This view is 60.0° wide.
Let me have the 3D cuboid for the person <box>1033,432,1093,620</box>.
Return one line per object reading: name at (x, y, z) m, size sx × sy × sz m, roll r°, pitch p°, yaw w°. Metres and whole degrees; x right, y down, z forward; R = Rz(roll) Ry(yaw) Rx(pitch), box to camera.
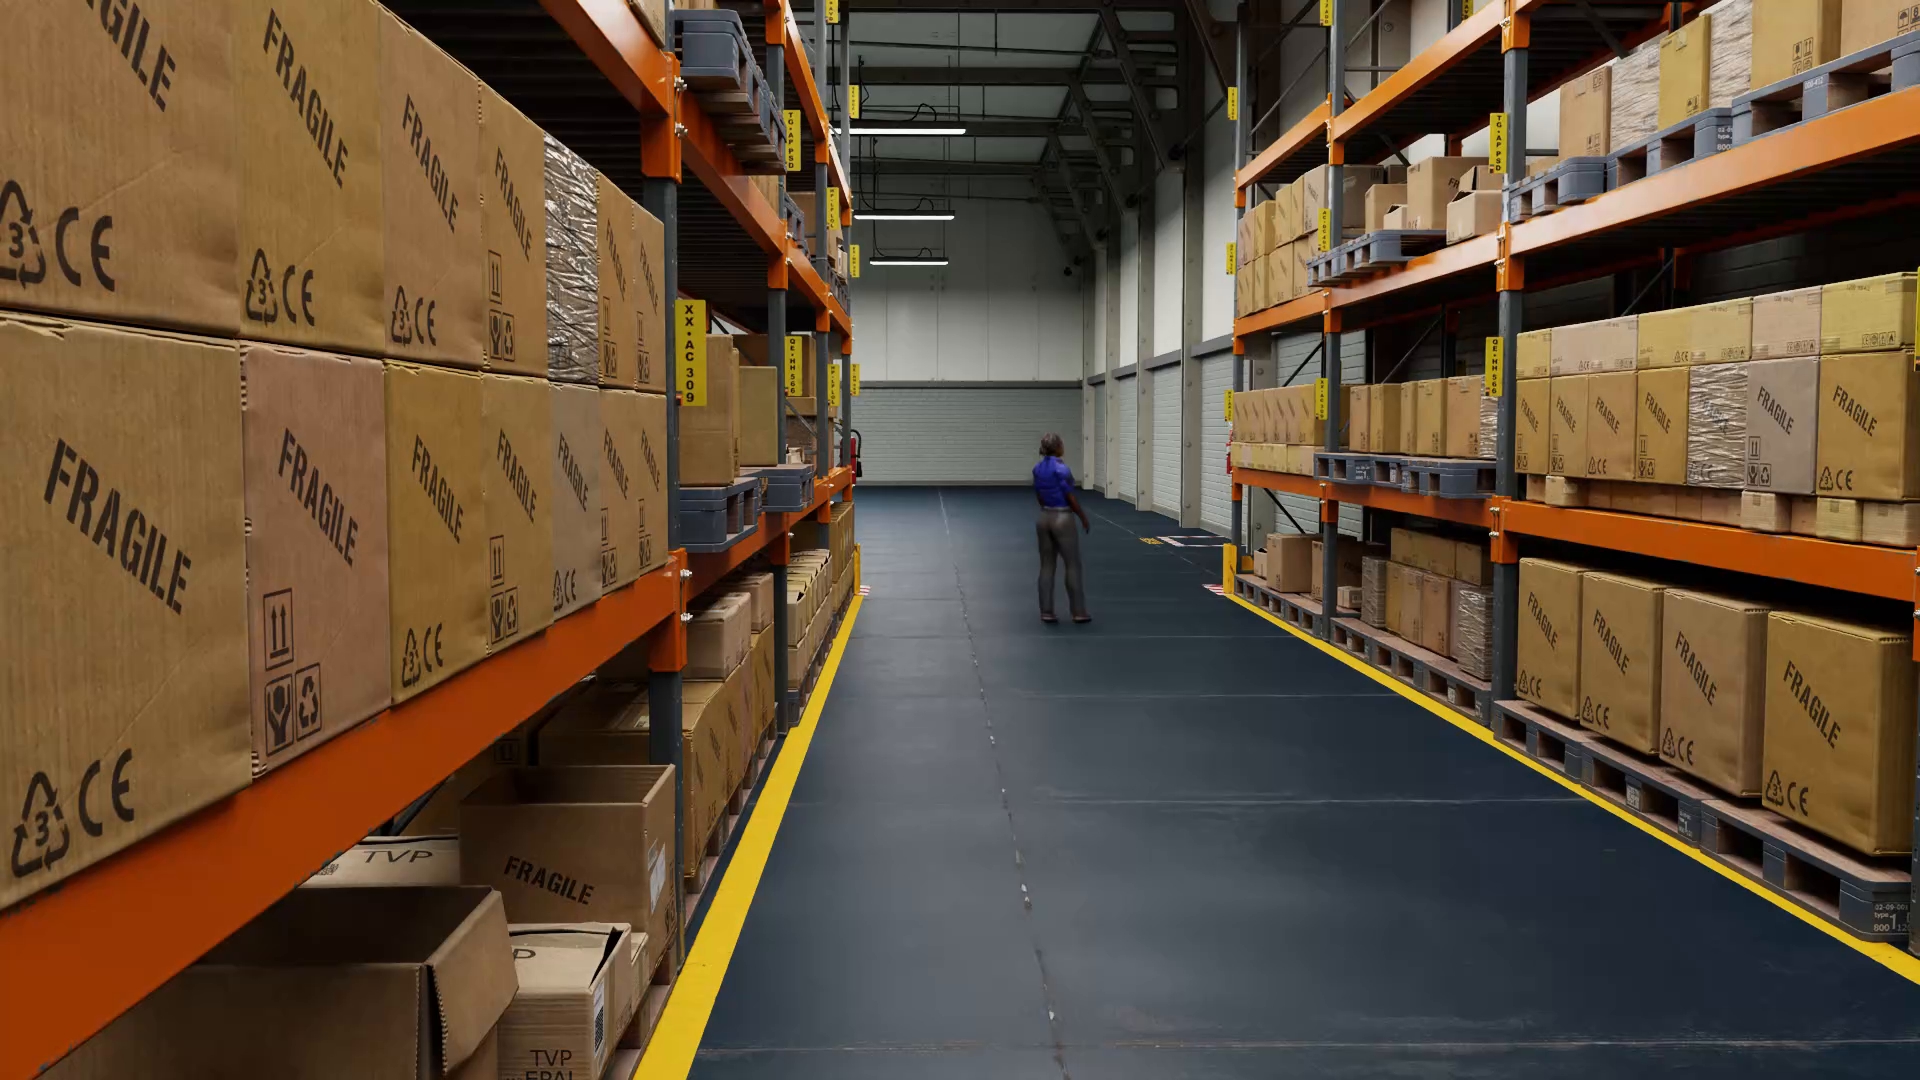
person at (0.895, -0.116, 14.631) m, size 0.498 × 1.657 × 0.489 m, roll -3°, pitch 5°, yaw -42°
